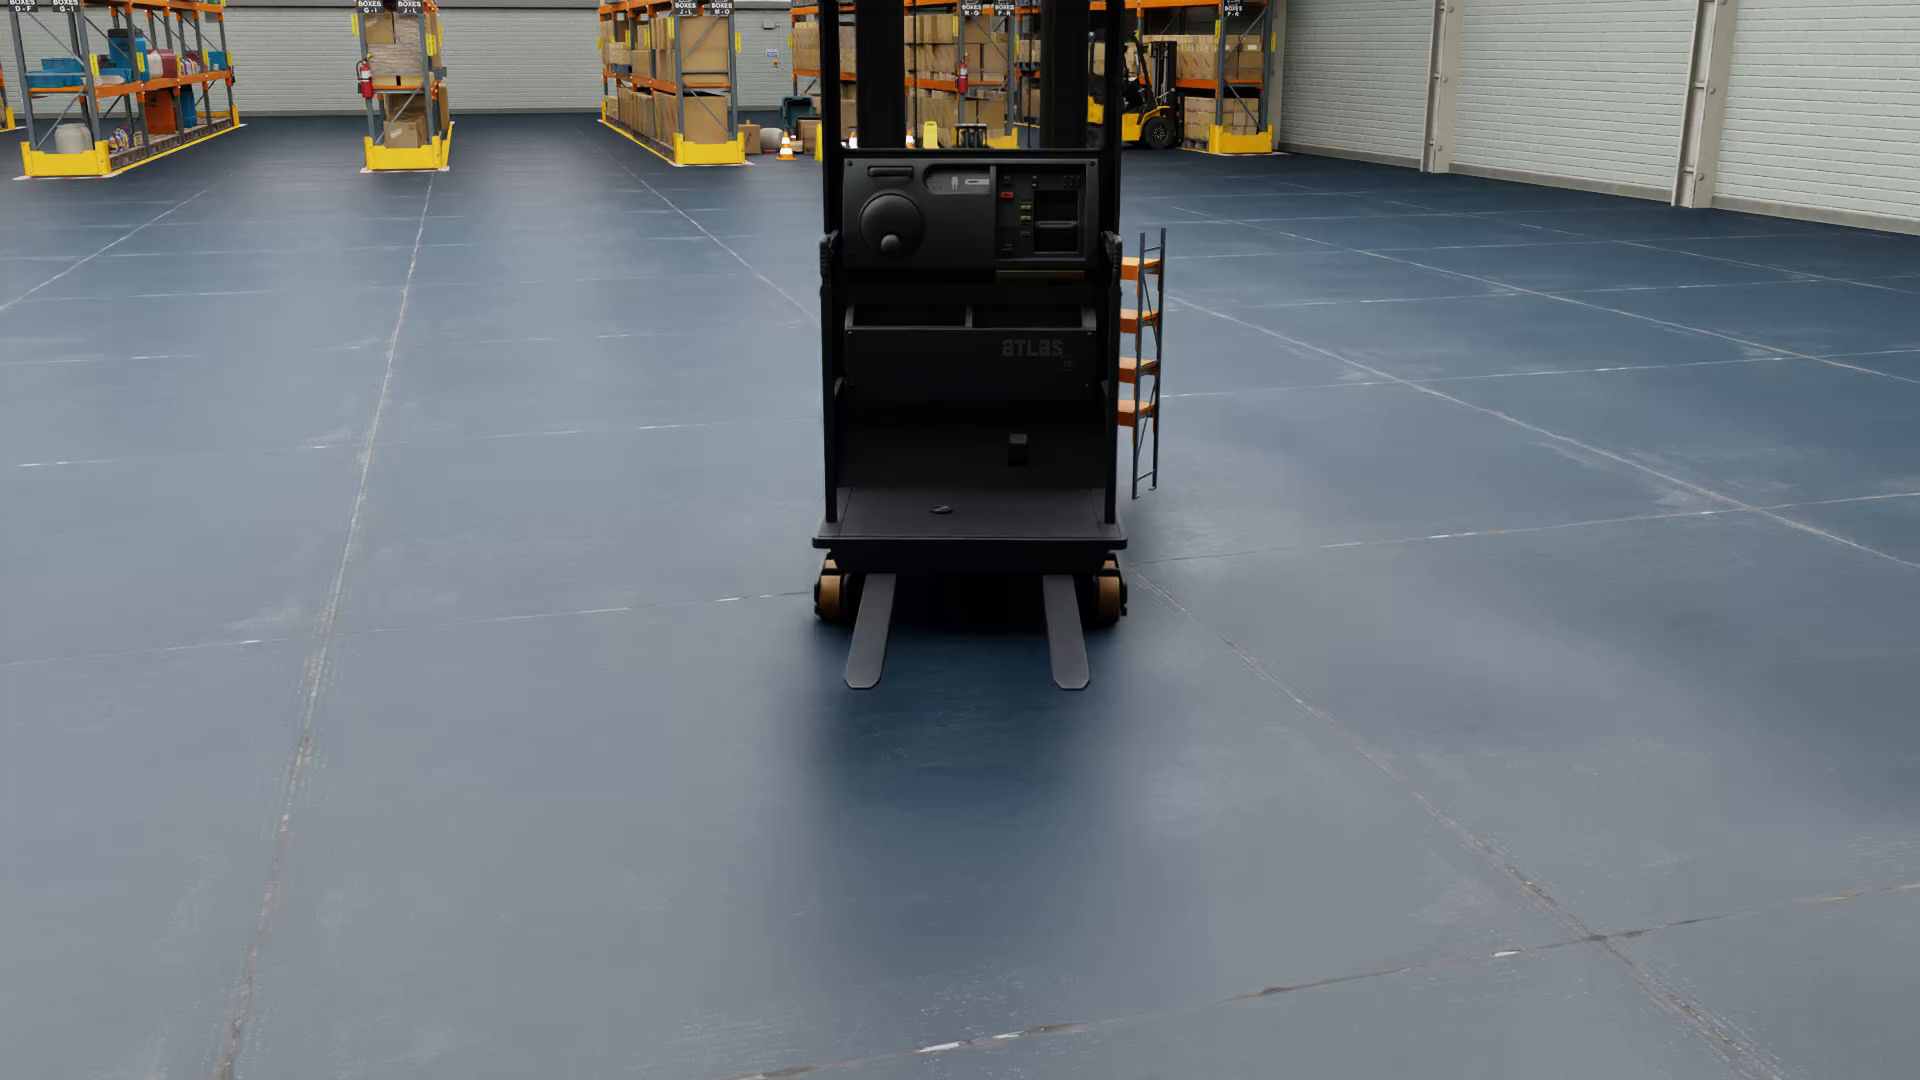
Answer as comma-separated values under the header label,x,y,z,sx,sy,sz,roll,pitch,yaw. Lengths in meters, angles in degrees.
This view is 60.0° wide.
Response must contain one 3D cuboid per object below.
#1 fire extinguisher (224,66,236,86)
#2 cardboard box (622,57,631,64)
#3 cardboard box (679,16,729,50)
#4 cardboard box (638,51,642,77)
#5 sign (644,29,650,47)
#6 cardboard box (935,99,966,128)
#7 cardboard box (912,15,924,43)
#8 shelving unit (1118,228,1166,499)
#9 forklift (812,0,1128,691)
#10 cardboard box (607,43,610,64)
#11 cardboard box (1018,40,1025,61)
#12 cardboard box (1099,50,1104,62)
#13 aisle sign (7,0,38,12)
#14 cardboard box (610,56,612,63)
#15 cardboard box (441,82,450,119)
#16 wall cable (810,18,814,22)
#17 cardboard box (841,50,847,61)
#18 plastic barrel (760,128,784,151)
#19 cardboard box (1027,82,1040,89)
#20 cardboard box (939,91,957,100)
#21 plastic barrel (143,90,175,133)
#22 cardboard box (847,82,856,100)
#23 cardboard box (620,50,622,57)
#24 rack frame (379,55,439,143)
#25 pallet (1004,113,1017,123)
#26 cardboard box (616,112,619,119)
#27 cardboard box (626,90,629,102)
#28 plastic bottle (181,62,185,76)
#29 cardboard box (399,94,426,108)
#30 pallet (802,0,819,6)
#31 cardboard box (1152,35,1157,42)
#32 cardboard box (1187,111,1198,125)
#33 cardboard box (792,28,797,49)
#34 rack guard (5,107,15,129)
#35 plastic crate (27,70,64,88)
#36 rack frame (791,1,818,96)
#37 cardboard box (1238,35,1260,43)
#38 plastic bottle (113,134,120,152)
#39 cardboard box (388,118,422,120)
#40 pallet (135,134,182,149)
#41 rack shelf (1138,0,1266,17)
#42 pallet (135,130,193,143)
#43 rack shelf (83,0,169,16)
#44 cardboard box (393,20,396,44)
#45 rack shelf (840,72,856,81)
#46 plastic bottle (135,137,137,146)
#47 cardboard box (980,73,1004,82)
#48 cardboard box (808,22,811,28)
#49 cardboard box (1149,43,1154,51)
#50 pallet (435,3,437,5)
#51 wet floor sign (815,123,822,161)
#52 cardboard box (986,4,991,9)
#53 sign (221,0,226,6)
label,x,y,z,sx,sy,sz,roll,pitch,yaw
fire extinguisher,-17.832,-11.408,40.499,0.296,0.674,0.183,-5,17,-15
cardboard box,-7.047,-10.270,35.634,0.380,0.149,0.250,-4,17,-14
cardboard box,-4.336,-8.571,28.133,0.875,0.550,0.550,-5,17,-15
cardboard box,-6.190,-9.573,33.435,0.500,0.500,0.500,-5,17,-16
sign,-5.889,-9.454,31.335,0.100,0.325,0.005,-5,17,-15
cardboard box,-0.157,-7.884,30.730,0.500,0.500,0.500,-4,17,-13
cardboard box,-0.495,-9.648,31.429,0.700,0.500,0.500,-5,17,-16
shelving unit,0.642,-0.827,7.619,0.503,1.200,0.258,10,19,30
forklift,0.039,-1.201,5.855,1.130,2.935,3.031,0,17,1
cardboard box,-8.250,-11.779,40.259,0.500,0.500,0.500,-5,17,-16
cardboard box,1.852,-12.106,41.135,0.700,0.500,0.500,-4,17,-14
cardboard box,3.348,-10.503,36.096,0.500,0.250,0.500,-4,17,-14
aisle sign,-14.096,-8.322,24.924,0.394,0.787,0.004,-5,17,-15
cardboard box,-7.903,-11.131,38.500,0.380,0.149,0.250,-6,18,-18
cardboard box,-12.170,-9.839,37.457,1.225,0.875,0.875,-5,17,-15
wall cable,-4.148,-14.881,49.512,0.588,1.984,0.122,-5,17,-15
cardboard box,-2.420,-11.071,37.987,0.500,0.250,0.500,-5,17,-17
plastic barrel,-3.583,-7.556,31.371,0.512,0.421,0.421,7,18,23
cardboard box,1.895,-11.277,41.250,0.380,0.149,0.250,-6,18,-18
cardboard box,-0.176,-8.147,30.478,0.380,0.149,0.250,-4,17,-14
plastic barrel,-16.179,-8.629,33.507,0.600,0.830,0.708,-5,17,-15
cardboard box,-2.089,-10.137,38.447,0.875,0.875,0.875,-4,17,-15
cardboard box,-7.118,-10.487,35.839,0.380,0.149,0.250,-4,17,-13
rack frame,-10.167,-8.618,30.429,1.000,3.000,0.127,-5,17,-15
pallet,1.747,-10.863,42.748,1.003,0.211,1.213,-5,17,-15
cardboard box,-8.004,-10.113,39.630,0.380,0.149,0.250,-4,17,-15
cardboard box,-7.059,-9.759,36.539,0.500,0.250,0.500,-4,17,-14
plastic bottle,-16.218,-9.803,34.588,0.152,0.276,0.135,-5,17,-15
cardboard box,-10.898,-8.769,33.206,0.500,0.250,0.500,-3,17,-9
pallet,-3.384,-13.573,41.863,1.003,0.211,1.213,-5,17,-15
cardboard box,4.111,-10.121,33.613,0.380,0.149,0.250,-4,17,-14
cardboard box,4.670,-8.062,31.758,0.500,0.250,0.500,-5,17,-16
cardboard box,-4.078,-13.093,43.413,0.500,0.500,0.500,-5,17,-16
rack guard,-22.970,-9.937,39.165,1.175,0.500,0.348,-5,17,-15
plastic crate,-14.255,-7.164,25.846,0.499,0.251,0.616,-5,17,-15
rack frame,-3.936,-12.721,44.088,1.000,3.000,0.127,-5,17,-15
cardboard box,5.345,-9.300,30.879,0.380,0.149,0.250,-5,17,-16
plastic bottle,-14.073,-6.620,27.735,0.061,0.283,0.133,-4,17,-14
cardboard box,-9.574,-7.027,28.748,0.500,0.500,0.500,-3,17,-10
pallet,-15.853,-7.780,32.487,1.003,0.211,1.213,-5,17,-15
rack shelf,4.683,-10.334,32.178,1.077,0.370,4.000,-5,17,-15
pallet,-16.285,-8.213,33.925,1.003,0.211,1.213,-5,17,-15
rack shelf,-15.479,-9.872,30.639,1.077,0.370,4.000,-5,17,-15
cardboard box,-9.599,-8.452,27.445,0.500,0.500,0.500,-5,17,-15
rack shelf,-2.287,-10.717,38.666,1.077,0.370,4.000,-5,17,-15
plastic bottle,-14.530,-7.022,29.213,0.097,0.201,0.097,0,17,0
cardboard box,0.566,-8.285,29.758,0.380,0.149,0.250,-5,17,-15
cardboard box,-3.600,-12.938,41.769,0.380,0.149,0.250,-5,17,-15
cardboard box,4.040,-9.973,33.639,0.380,0.149,0.250,-4,17,-14
pallet,-13.251,-13.127,40.380,1.003,0.211,1.213,-5,17,-15
wet floor sign,-2.359,-6.897,28.792,0.267,0.644,0.232,-8,18,-25
cardboard box,0.899,-14.033,43.677,0.380,0.149,0.250,-5,17,-15
sign,-17.703,-12.981,39.919,0.100,0.325,0.005,-5,17,-15
